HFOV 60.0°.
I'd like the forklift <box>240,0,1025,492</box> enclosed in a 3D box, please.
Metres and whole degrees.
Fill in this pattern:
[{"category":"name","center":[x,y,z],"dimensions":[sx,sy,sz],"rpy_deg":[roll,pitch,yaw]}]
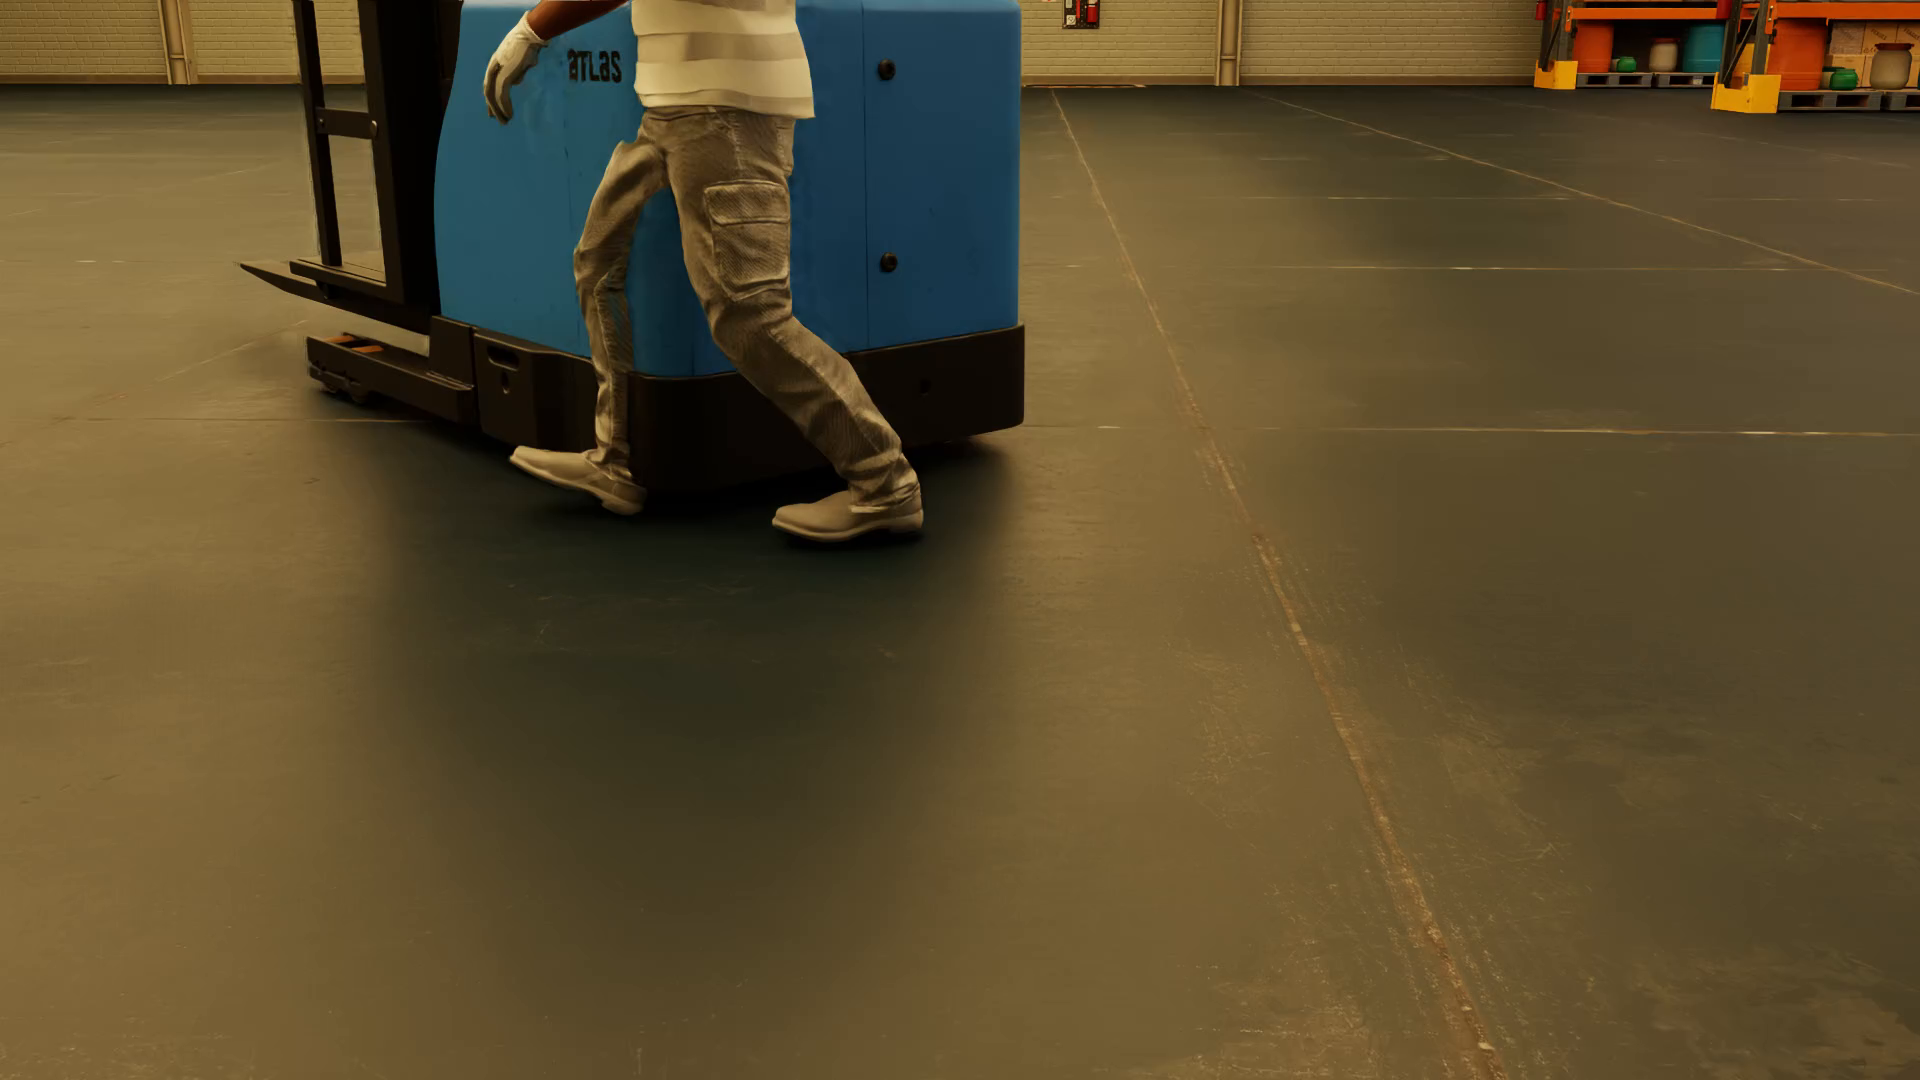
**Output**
[{"category":"forklift","center":[-1.194,-1.856,4.405],"dimensions":[1.130,2.935,3.031],"rpy_deg":[-15,22,-39]}]

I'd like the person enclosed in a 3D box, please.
[{"category":"person","center":[-0.522,-0.846,3.258],"dimensions":[0.823,1.719,0.727],"rpy_deg":[-4,18,-13]}]
